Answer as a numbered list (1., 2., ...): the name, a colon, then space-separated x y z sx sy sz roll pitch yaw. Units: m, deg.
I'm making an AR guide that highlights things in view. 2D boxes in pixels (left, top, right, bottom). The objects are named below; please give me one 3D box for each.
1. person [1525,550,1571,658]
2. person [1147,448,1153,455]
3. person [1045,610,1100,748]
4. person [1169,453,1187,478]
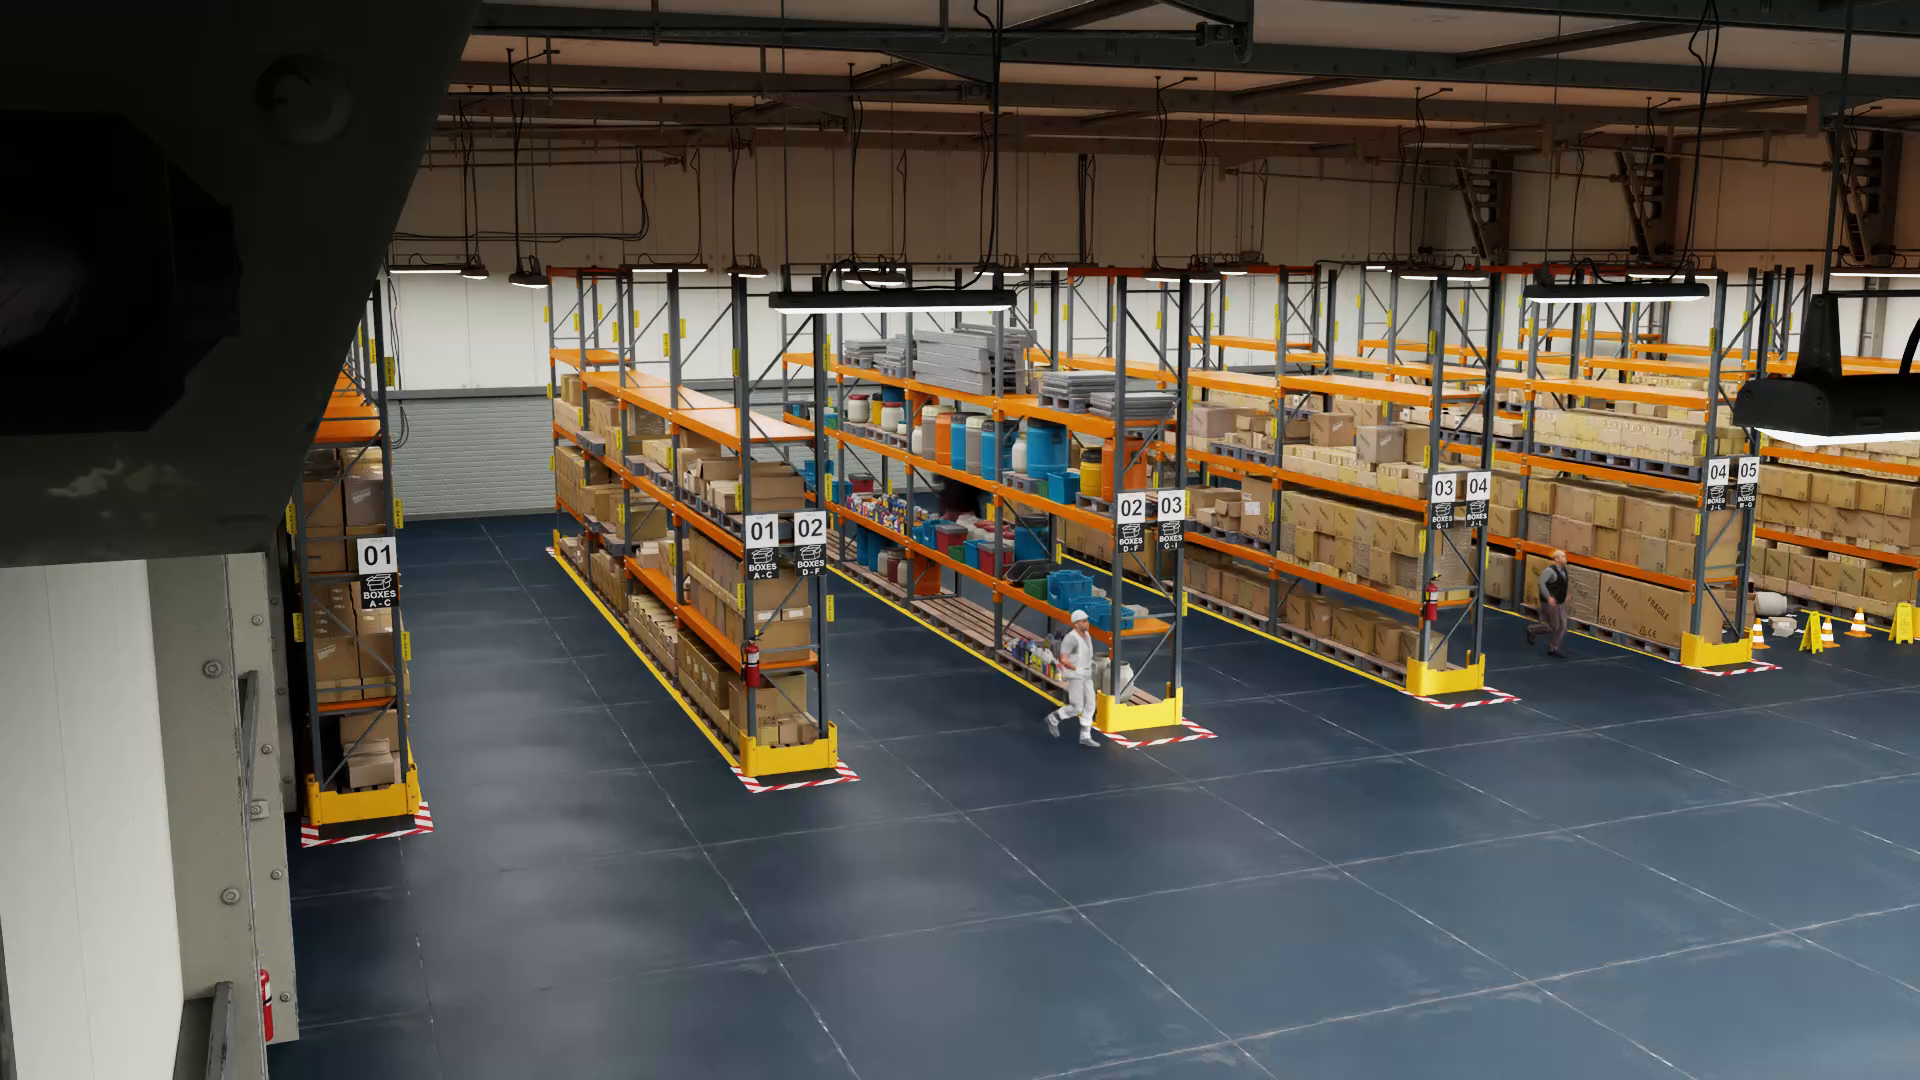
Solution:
1. person: 9.307 0.985 26.217 0.676 1.693 0.681 10 14 44
2. person: 4.474 -1.472 40.292 0.675 1.645 0.858 6 11 30
3. person: 1.488 1.766 21.459 0.765 1.777 0.684 7 12 34
4. person: 4.838 -1.031 38.129 0.732 1.627 0.693 -3 10 -14
